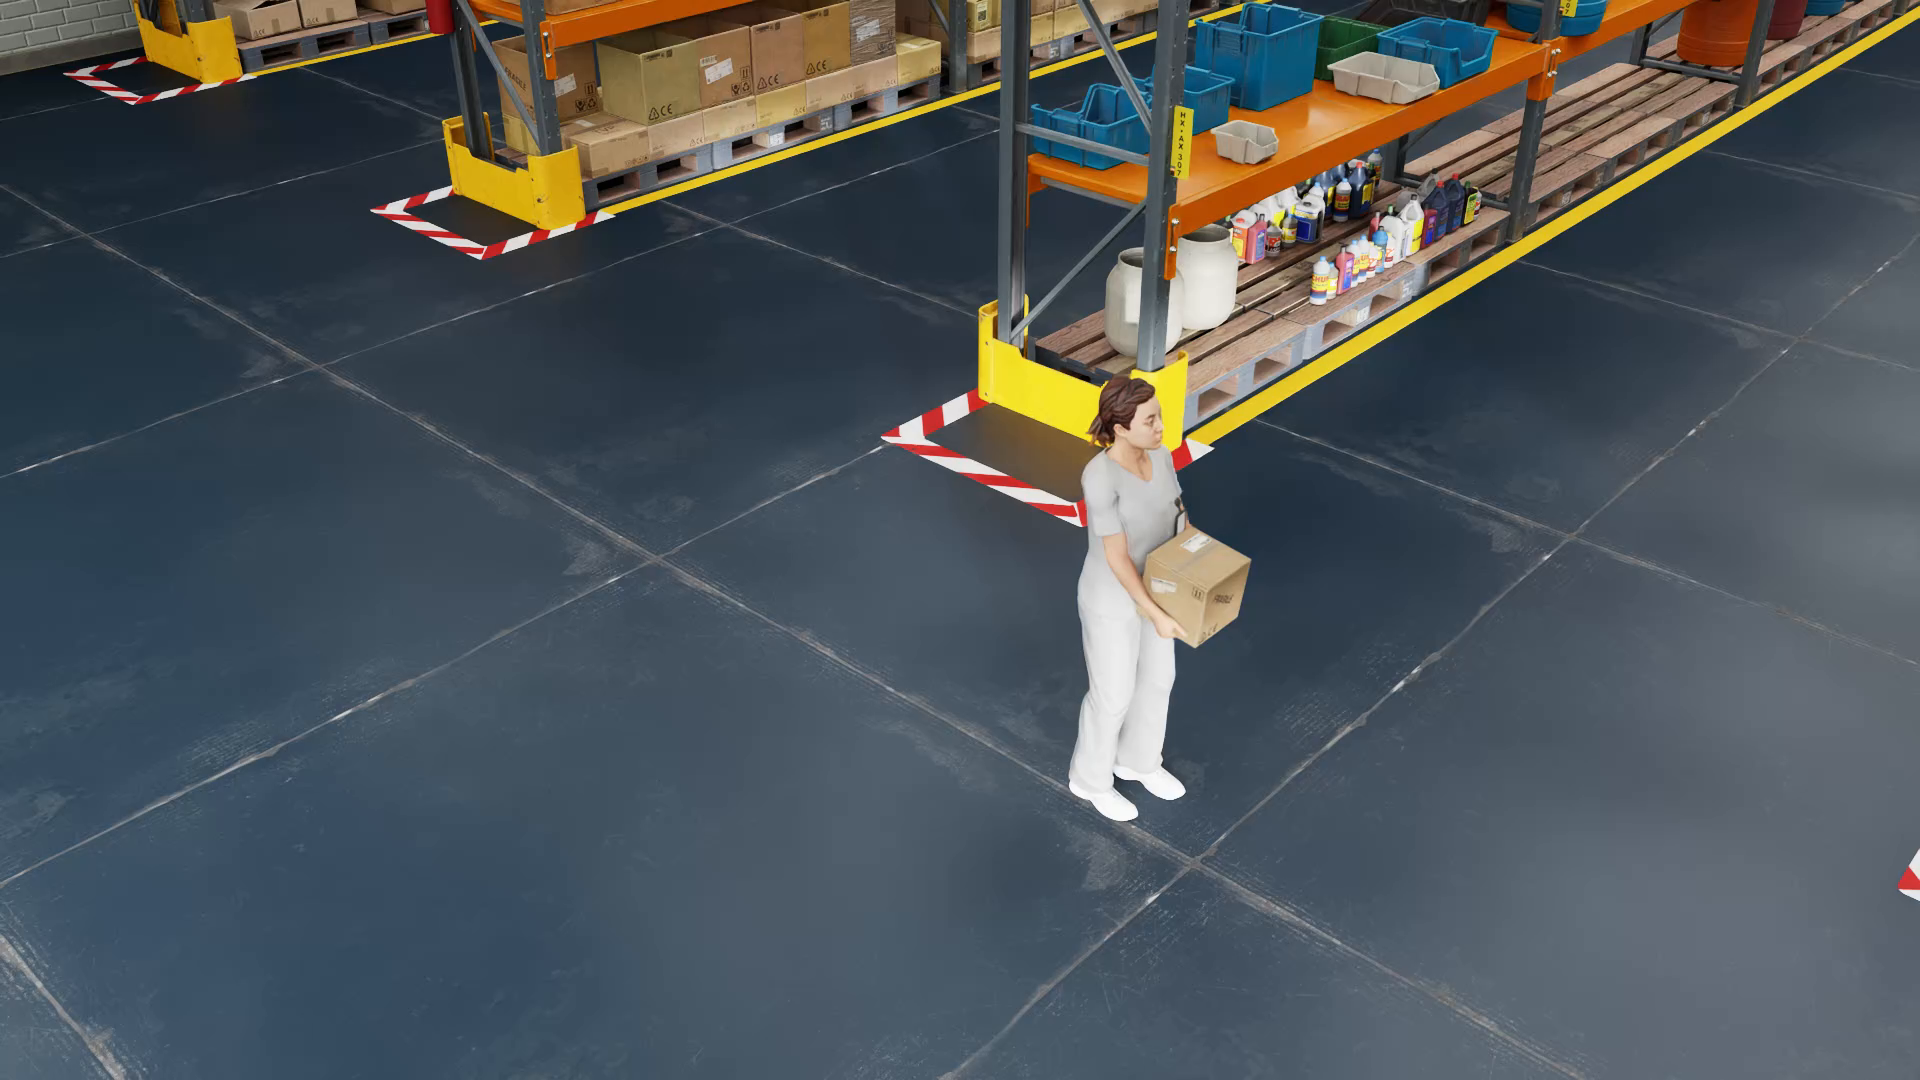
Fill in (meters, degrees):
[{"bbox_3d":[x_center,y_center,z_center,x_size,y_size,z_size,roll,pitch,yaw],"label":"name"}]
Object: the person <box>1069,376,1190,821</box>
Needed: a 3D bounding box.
[{"bbox_3d":[0.640,0.232,5.768,0.545,1.668,0.431,25,40,35],"label":"person"}]
